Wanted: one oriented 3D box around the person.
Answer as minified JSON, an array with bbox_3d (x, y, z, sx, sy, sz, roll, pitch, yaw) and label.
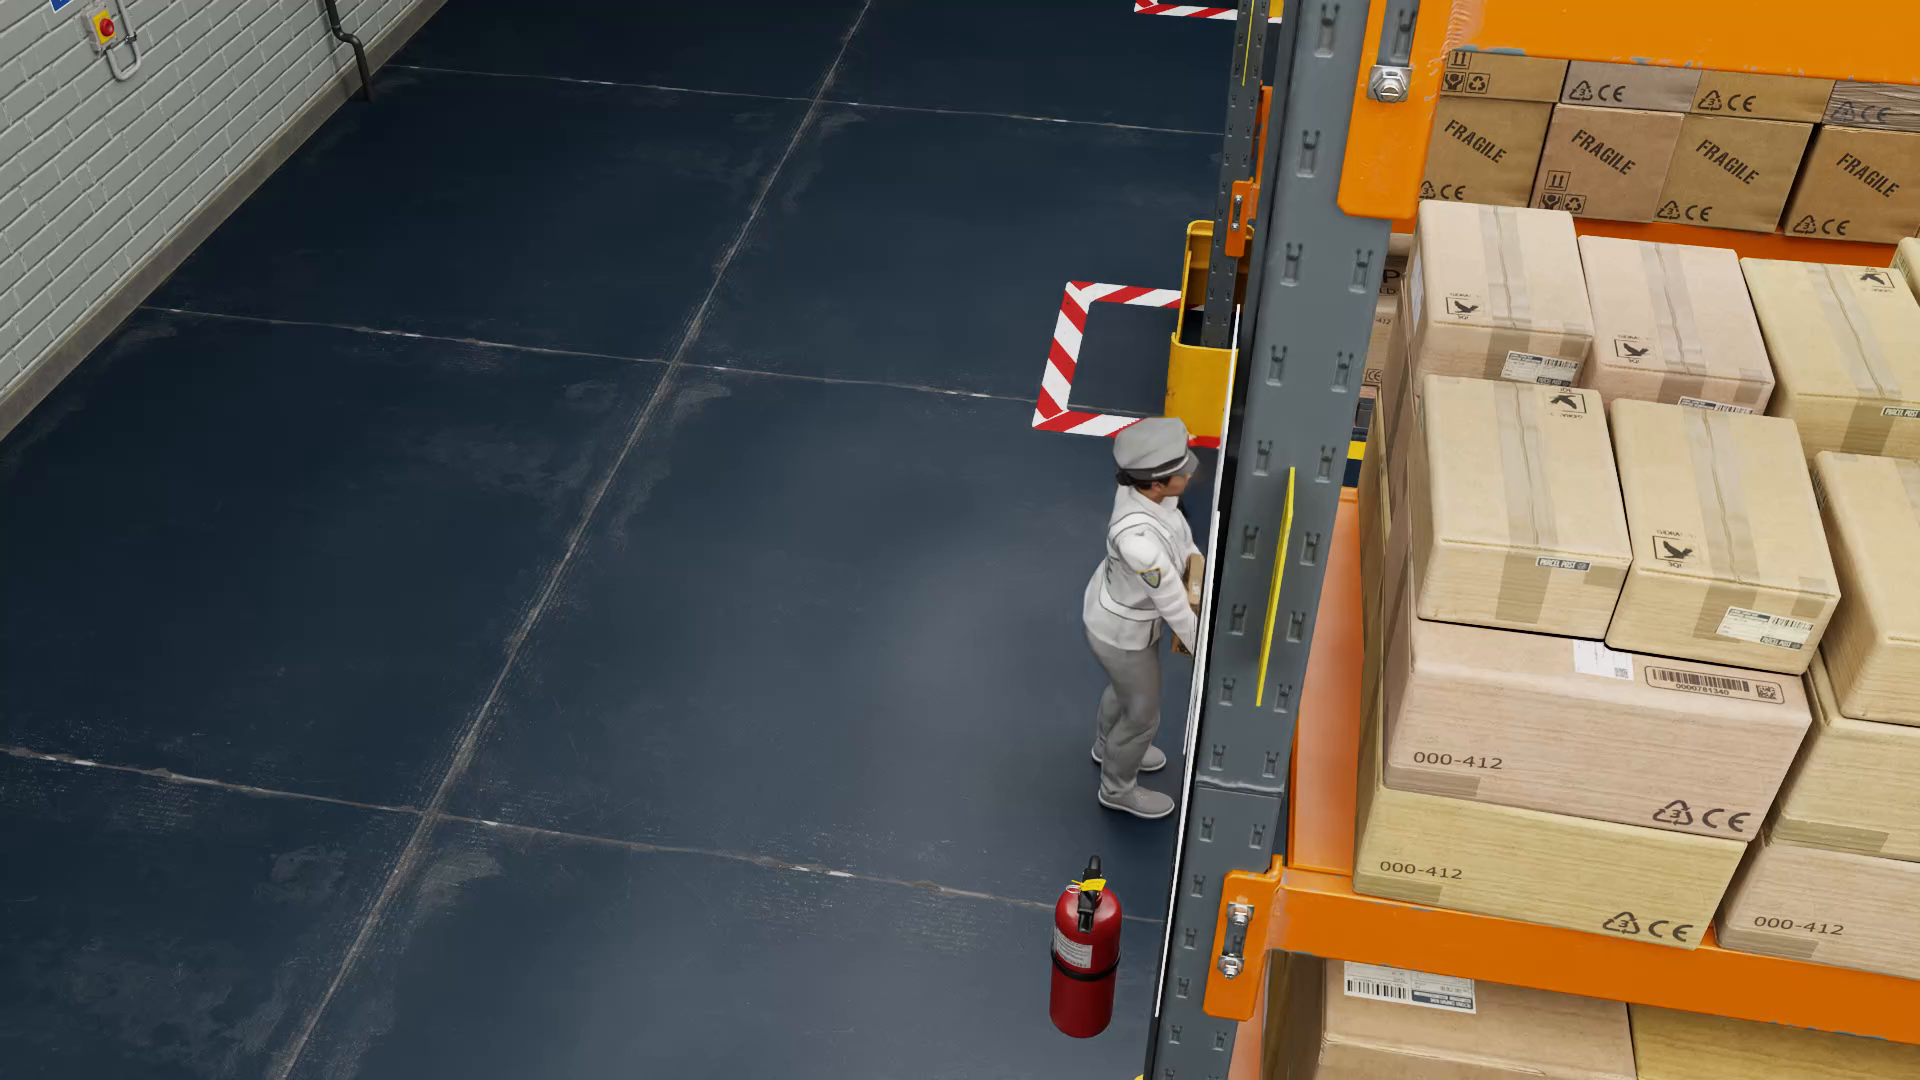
[{"bbox_3d":[0.692,0.292,5.811,0.528,1.682,0.417,6,41,7],"label":"person"}]
